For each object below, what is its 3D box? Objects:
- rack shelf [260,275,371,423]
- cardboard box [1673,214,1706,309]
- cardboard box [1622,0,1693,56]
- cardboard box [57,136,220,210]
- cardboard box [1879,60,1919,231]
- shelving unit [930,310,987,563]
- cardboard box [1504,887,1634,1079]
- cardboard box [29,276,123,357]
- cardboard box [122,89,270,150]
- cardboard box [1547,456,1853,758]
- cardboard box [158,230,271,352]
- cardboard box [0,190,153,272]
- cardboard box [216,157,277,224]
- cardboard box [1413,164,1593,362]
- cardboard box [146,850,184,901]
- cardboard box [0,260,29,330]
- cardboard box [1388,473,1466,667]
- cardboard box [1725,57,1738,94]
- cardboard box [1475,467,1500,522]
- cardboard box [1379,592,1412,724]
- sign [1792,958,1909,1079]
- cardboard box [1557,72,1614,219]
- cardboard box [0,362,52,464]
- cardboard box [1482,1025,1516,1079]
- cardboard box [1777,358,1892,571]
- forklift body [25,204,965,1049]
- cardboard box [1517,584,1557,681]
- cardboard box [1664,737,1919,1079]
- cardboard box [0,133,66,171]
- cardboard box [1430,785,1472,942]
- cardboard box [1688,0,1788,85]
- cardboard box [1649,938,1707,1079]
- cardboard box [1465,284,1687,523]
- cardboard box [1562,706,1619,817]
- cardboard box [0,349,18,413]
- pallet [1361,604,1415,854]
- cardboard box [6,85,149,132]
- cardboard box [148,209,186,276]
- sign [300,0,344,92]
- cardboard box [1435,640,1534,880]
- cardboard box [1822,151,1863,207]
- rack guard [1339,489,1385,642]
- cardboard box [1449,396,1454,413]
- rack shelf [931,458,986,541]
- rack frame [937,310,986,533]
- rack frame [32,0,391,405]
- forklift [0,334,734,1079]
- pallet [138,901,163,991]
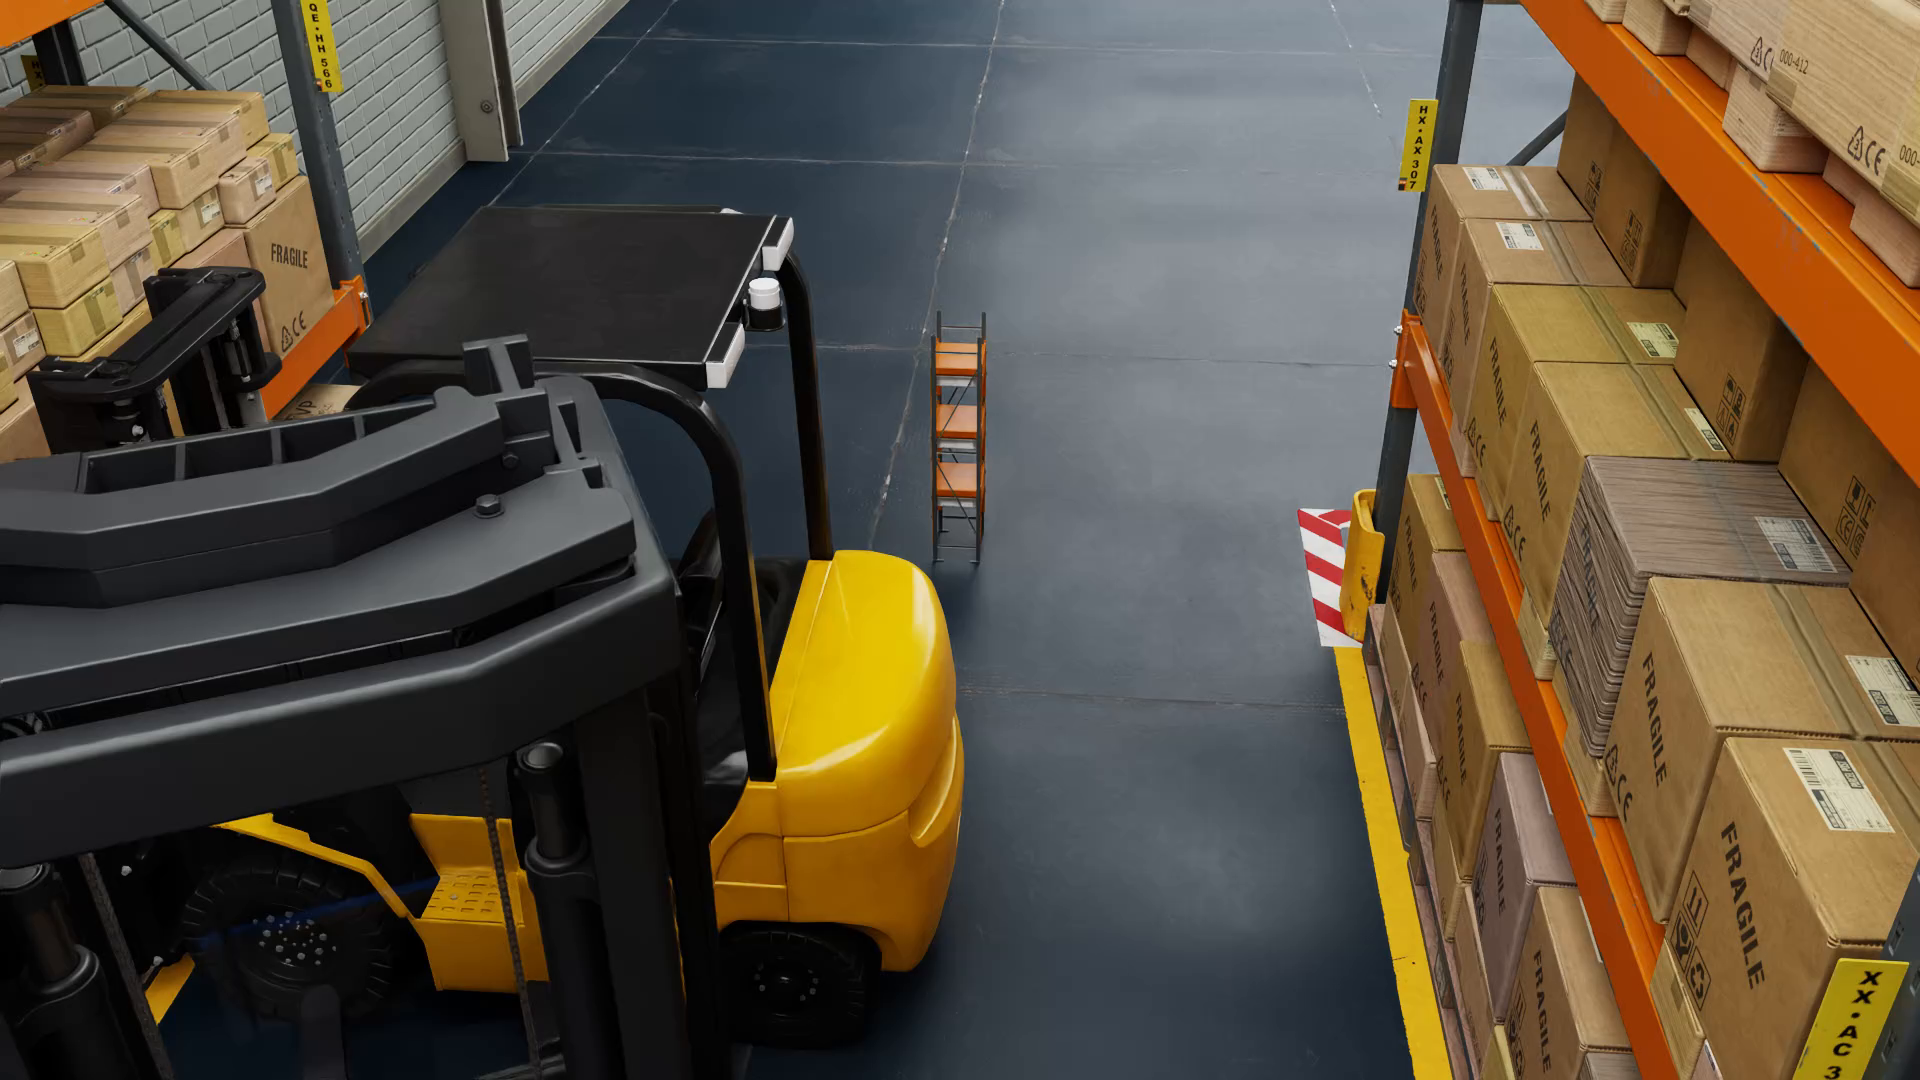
[{"bbox_3d":[-2.971,0.161,4.815,1.077,0.370,4.000,2,32,4],"label":"rack shelf"},{"bbox_3d":[2.327,-0.764,4.298,0.700,0.500,0.500,2,32,3],"label":"cardboard box"},{"bbox_3d":[1.706,-1.176,3.679,0.380,0.149,0.250,2,32,3],"label":"cardboard box"},{"bbox_3d":[-2.611,-1.172,5.295,0.380,0.149,0.250,3,32,5],"label":"cardboard box"},{"bbox_3d":[1.581,-0.472,2.157,0.500,0.250,0.500,2,32,4],"label":"cardboard box"},{"bbox_3d":[-0.004,-0.419,6.929,0.215,1.050,0.252,2,32,4],"label":"shelving unit"},{"bbox_3d":[1.634,1.197,3.955,0.500,0.500,0.500,3,32,5],"label":"cardboard box"},{"bbox_3d":[-2.637,-0.644,4.723,0.380,0.149,0.250,3,32,4],"label":"cardboard box"},{"bbox_3d":[-2.628,-1.440,5.730,0.380,0.149,0.250,3,32,4],"label":"cardboard box"},{"bbox_3d":[1.675,0.158,3.756,0.500,0.500,0.500,3,32,5],"label":"cardboard box"},{"bbox_3d":[-2.638,-0.694,5.422,0.500,0.500,0.500,3,32,6],"label":"cardboard box"},{"bbox_3d":[-2.616,-0.904,4.860,0.380,0.149,0.250,3,32,5],"label":"cardboard box"},{"bbox_3d":[-2.549,-1.181,5.594,0.380,0.149,0.250,3,32,5],"label":"cardboard box"},{"bbox_3d":[1.824,-0.914,5.495,0.500,0.500,0.500,2,32,3],"label":"cardboard box"},{"bbox_3d":[-2.651,0.854,5.226,0.500,0.250,0.500,3,32,6],"label":"cardboard box"},{"bbox_3d":[-2.747,-0.637,4.428,0.380,0.149,0.250,3,32,5],"label":"cardboard box"},{"bbox_3d":[1.796,0.114,5.711,0.500,0.500,0.500,1,32,2],"label":"cardboard box"},{"bbox_3d":[1.738,-0.907,3.243,0.380,0.149,0.250,3,32,5],"label":"cardboard box"},{"bbox_3d":[1.742,-0.170,4.906,0.380,0.149,0.250,3,32,5],"label":"cardboard box"},{"bbox_3d":[1.798,0.421,5.928,0.500,0.250,0.500,2,32,4],"label":"cardboard box"},{"bbox_3d":[1.272,0.723,2.392,0.100,0.325,0.005,2,32,4],"label":"sign"},{"bbox_3d":[2.315,-1.299,5.167,0.700,0.500,0.500,2,32,3],"label":"cardboard box"},{"bbox_3d":[-2.710,-0.163,4.559,0.500,0.500,0.500,3,32,4],"label":"cardboard box"},{"bbox_3d":[1.627,1.503,4.172,0.500,0.250,0.500,2,32,3],"label":"cardboard box"},{"bbox_3d":[2.197,-0.232,3.436,0.700,0.500,0.500,2,32,3],"label":"cardboard box"},{"bbox_3d":[-1.145,0.240,4.810,2.313,2.155,1.214,2,32,4],"label":"forklift body"},{"bbox_3d":[1.651,0.237,4.246,0.380,0.149,0.250,3,32,4],"label":"cardboard box"},{"bbox_3d":[1.602,0.699,2.878,0.500,0.500,0.500,2,32,3],"label":"cardboard box"},{"bbox_3d":[-3.111,-1.196,5.334,0.380,0.149,0.250,3,32,5],"label":"cardboard box"},{"bbox_3d":[1.717,0.974,5.032,0.500,0.250,0.500,5,32,7],"label":"cardboard box"},{"bbox_3d":[1.677,-1.001,3.016,0.500,0.250,0.500,2,32,3],"label":"cardboard box"},{"bbox_3d":[1.549,0.906,3.160,0.380,0.149,0.250,3,32,5],"label":"cardboard box"},{"bbox_3d":[1.745,-0.377,4.623,0.500,0.500,0.500,2,32,3],"label":"cardboard box"},{"bbox_3d":[1.615,0.505,3.810,0.380,0.149,0.250,2,32,3],"label":"cardboard box"},{"bbox_3d":[-2.700,-0.381,4.296,0.380,0.149,0.250,2,32,3],"label":"cardboard box"},{"bbox_3d":[2.032,0.669,5.962,1.003,0.211,1.213,2,32,4],"label":"pallet"},{"bbox_3d":[-3.049,-1.470,5.778,0.380,0.149,0.250,2,32,3],"label":"cardboard box"},{"bbox_3d":[-2.662,-0.919,5.169,0.380,0.149,0.250,2,32,4],"label":"cardboard box"},{"bbox_3d":[-2.269,-1.754,5.908,0.100,0.325,0.005,2,32,4],"label":"sign"},{"bbox_3d":[1.709,0.650,4.842,0.500,0.500,0.500,3,32,5],"label":"cardboard box"},{"bbox_3d":[1.708,-0.631,2.795,0.380,0.149,0.250,1,32,2],"label":"cardboard box"},{"bbox_3d":[2.133,0.123,6.574,1.175,0.500,0.348,2,32,4],"label":"rack guard"},{"bbox_3d":[1.796,-0.437,5.340,0.380,0.149,0.250,1,32,2],"label":"cardboard box"},{"bbox_3d":[-0.004,-0.173,7.081,0.215,0.259,0.240,2,32,4],"label":"rack shelf"},{"bbox_3d":[0.006,-0.483,7.033,0.200,1.050,0.008,2,32,4],"label":"rack frame"},{"bbox_3d":[-2.808,-1.191,6.323,1.000,3.000,0.127,2,32,4],"label":"rack frame"},{"bbox_3d":[-1.012,0.899,2.998,1.130,2.935,3.031,-11,33,-18],"label":"forklift"},{"bbox_3d":[-2.931,1.034,5.371,1.003,0.211,1.213,2,32,4],"label":"pallet"}]
